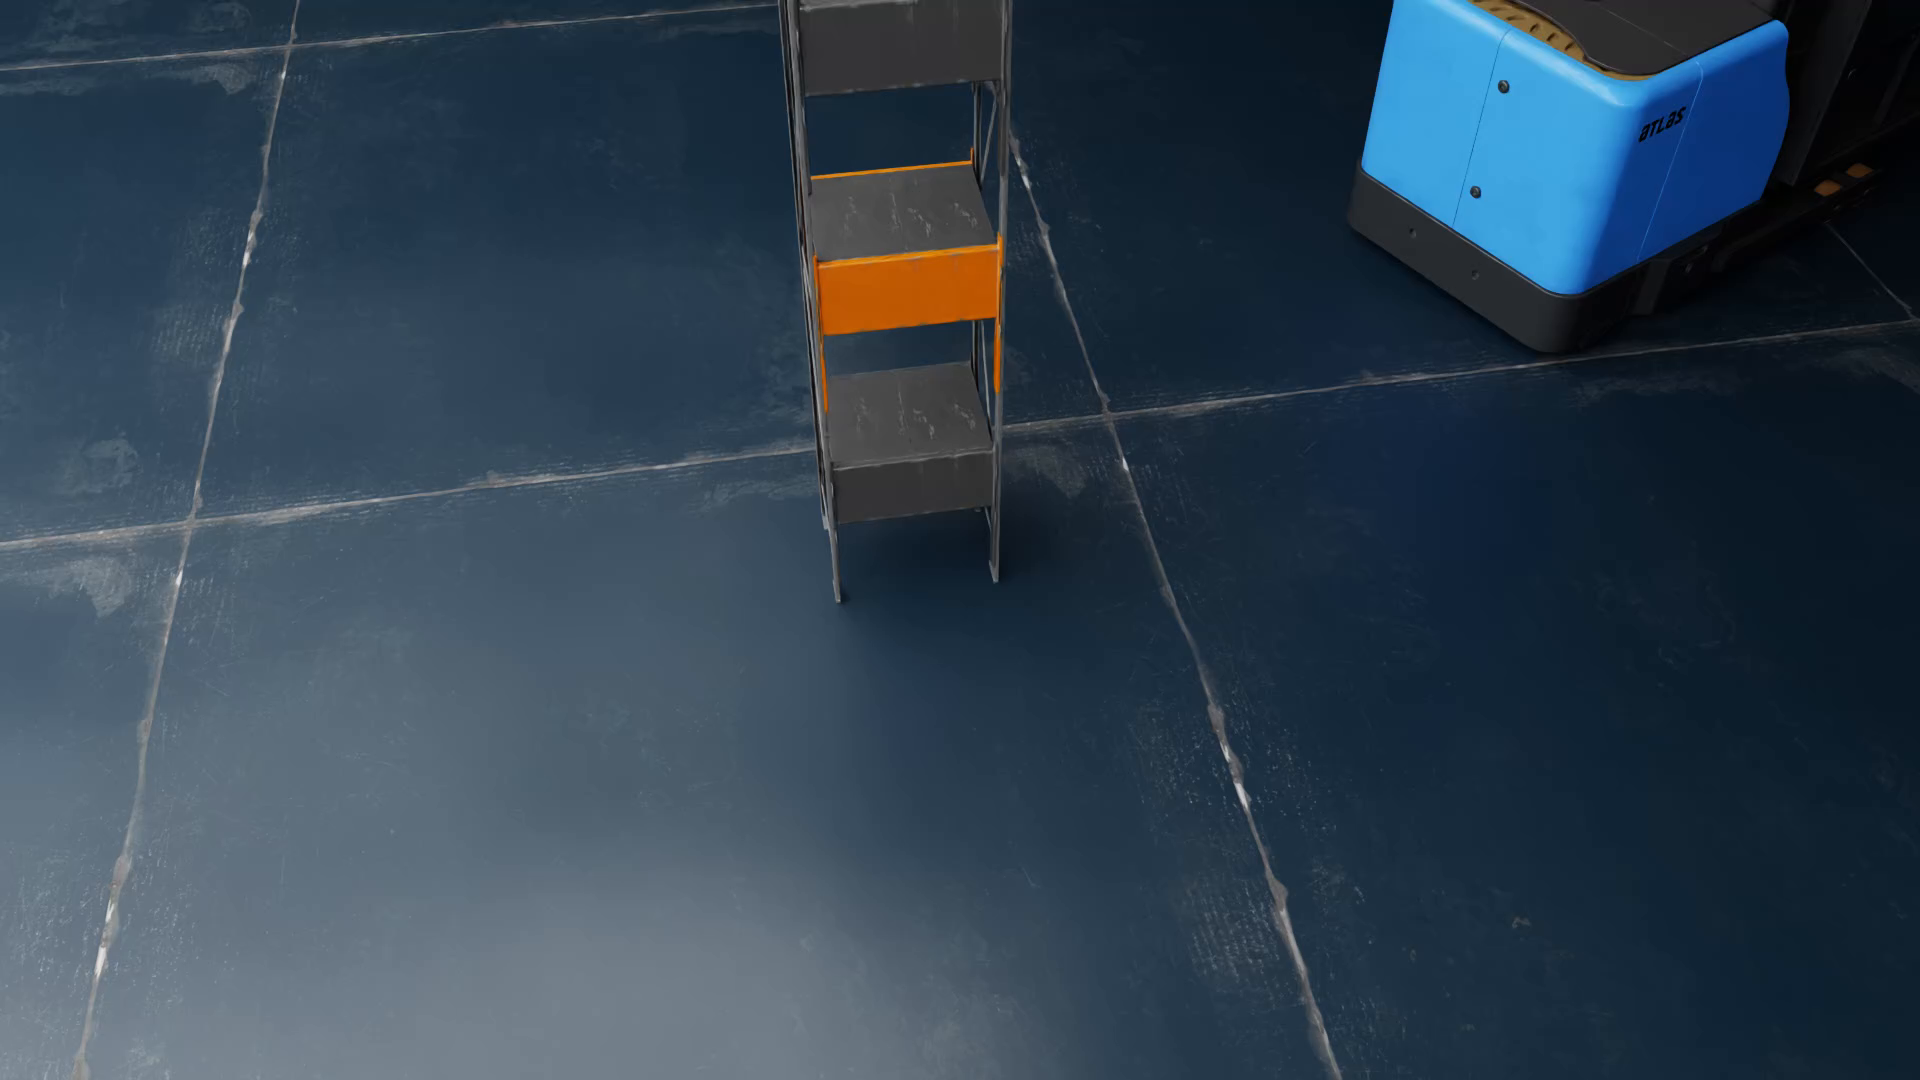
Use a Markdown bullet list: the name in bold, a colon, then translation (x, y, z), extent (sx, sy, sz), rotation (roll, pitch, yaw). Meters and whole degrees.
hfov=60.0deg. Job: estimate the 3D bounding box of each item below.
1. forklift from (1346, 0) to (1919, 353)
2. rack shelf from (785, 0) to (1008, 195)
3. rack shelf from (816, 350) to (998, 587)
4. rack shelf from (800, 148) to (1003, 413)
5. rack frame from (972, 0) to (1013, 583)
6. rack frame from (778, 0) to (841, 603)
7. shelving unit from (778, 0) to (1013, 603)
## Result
- **forklift**: translation (2.968, -2.523, 5.645), extent (3.031, 2.935, 1.130), rotation (-27, 52, -24)
- **rack shelf**: translation (-0.163, -1.184, 3.980), extent (0.480, 0.518, 0.431), rotation (-7, 46, -7)
- **rack shelf**: translation (-0.163, -0.213, 4.988), extent (0.480, 0.518, 0.431), rotation (-7, 46, -7)
- **rack shelf**: translation (-0.163, -0.699, 4.484), extent (0.480, 0.518, 0.431), rotation (-7, 46, -7)
- **rack frame**: translation (0.077, -0.738, 4.503), extent (0.015, 2.100, 0.400), rotation (-7, 46, -7)
- **rack frame**: translation (-0.404, -0.678, 4.445), extent (0.015, 2.100, 0.400), rotation (-7, 46, -7)
- **shelving unit**: translation (-0.163, -0.708, 4.474), extent (0.503, 2.100, 0.431), rotation (-7, 46, -7)
